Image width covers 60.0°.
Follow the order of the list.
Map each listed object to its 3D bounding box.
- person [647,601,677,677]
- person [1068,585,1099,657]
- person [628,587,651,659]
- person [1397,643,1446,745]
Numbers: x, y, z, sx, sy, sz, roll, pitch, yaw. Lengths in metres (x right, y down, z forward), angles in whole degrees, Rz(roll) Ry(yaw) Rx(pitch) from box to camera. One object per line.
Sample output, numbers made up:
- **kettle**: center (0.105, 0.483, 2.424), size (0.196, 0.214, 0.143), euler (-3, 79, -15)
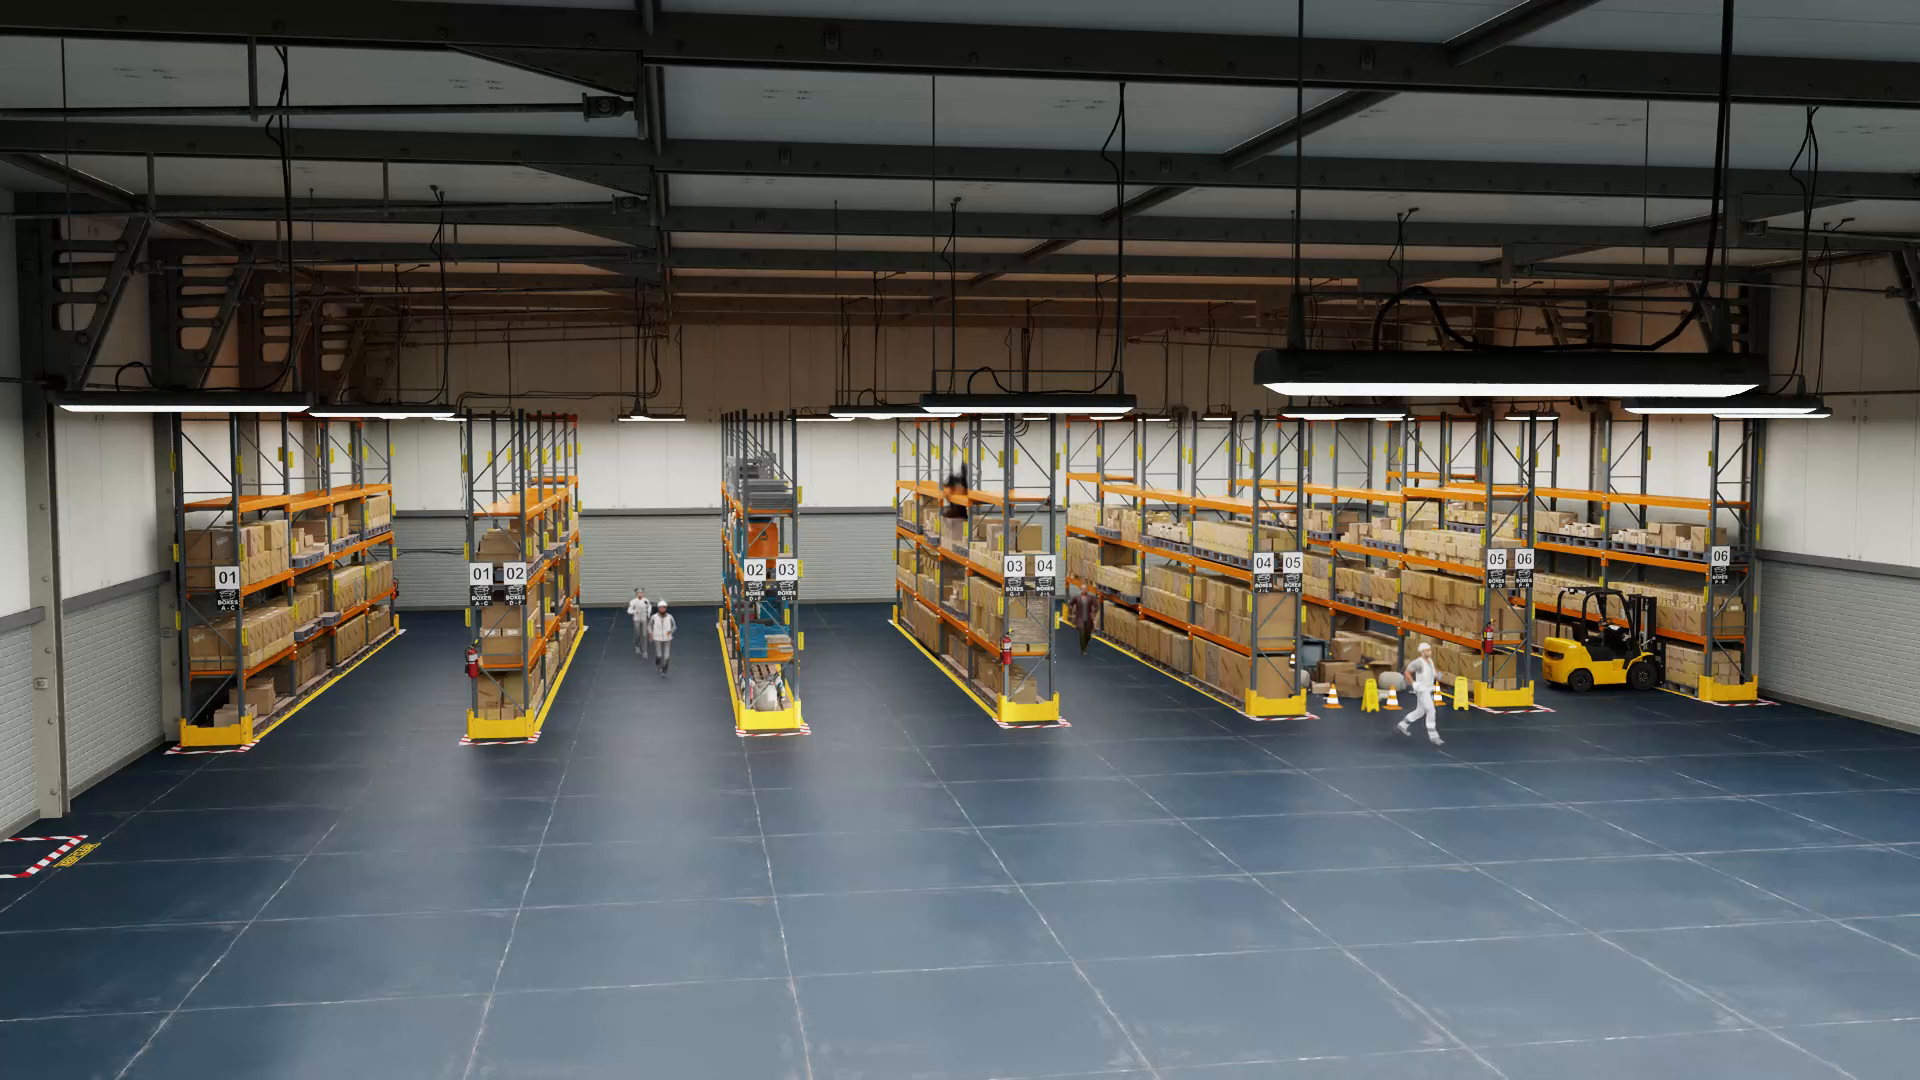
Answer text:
- **person**: center (-6.699, 2.247, 37.446), size (0.657, 1.729, 0.558), euler (-1, 4, -16)
- **person**: center (3.053, 2.016, 41.125), size (0.743, 1.662, 0.935), euler (0, 4, -4)
- **person**: center (-7.857, 2.008, 40.859), size (0.609, 1.717, 0.879), euler (-1, 4, -18)
- **person**: center (8.324, 2.736, 29.910), size (0.928, 1.804, 0.633), euler (3, 5, 37)
